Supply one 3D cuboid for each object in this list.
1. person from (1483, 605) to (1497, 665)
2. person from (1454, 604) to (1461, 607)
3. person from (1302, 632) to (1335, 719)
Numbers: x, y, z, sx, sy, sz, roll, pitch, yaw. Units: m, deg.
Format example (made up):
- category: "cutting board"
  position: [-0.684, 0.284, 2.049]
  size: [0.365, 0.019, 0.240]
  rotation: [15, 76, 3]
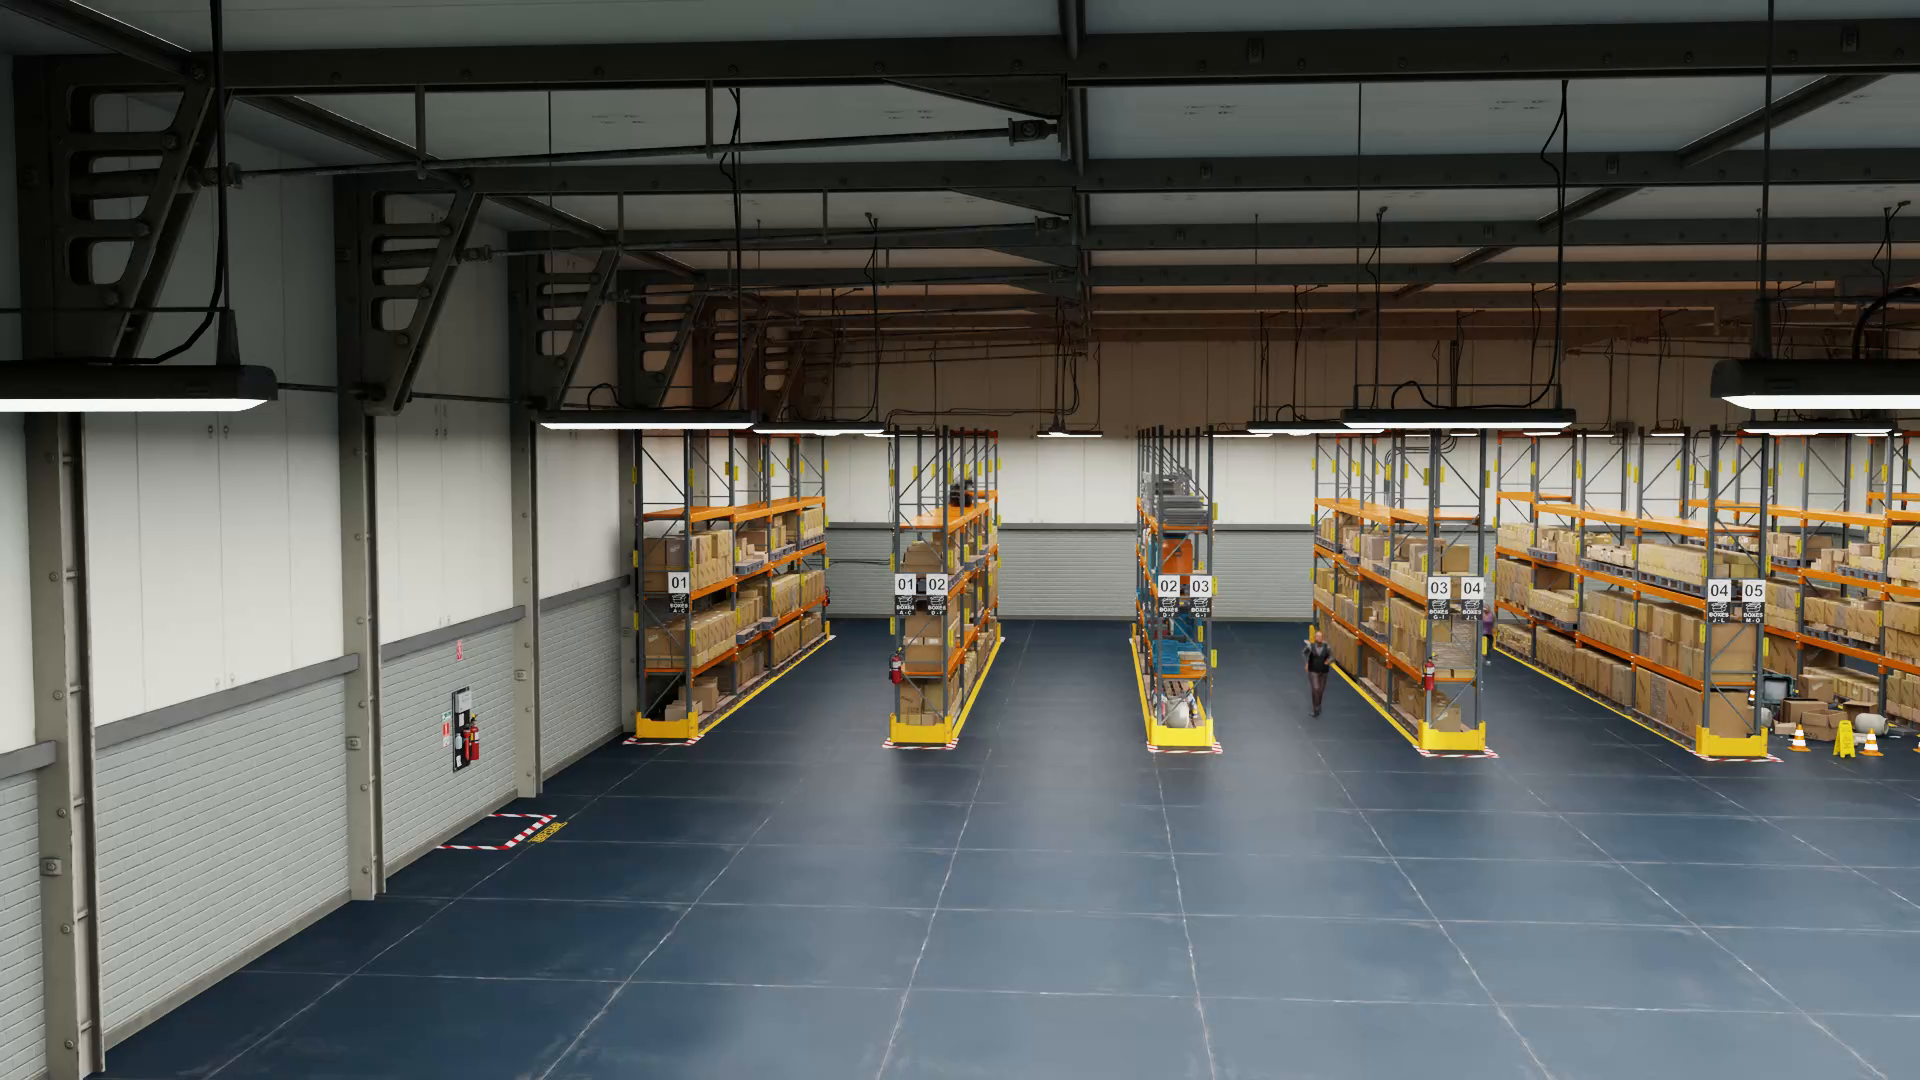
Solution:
- category: "person"
  position: [13.455, 2.412, 42.575]
  size: [0.569, 1.562, 0.663]
  rotation: [0, 3, -1]
- category: "person"
  position: [13.520, 2.111, 45.663]
  size: [0.685, 1.735, 0.623]
  rotation: [1, 4, 16]
- category: "person"
  position: [7.466, 2.782, 34.588]
  size: [0.649, 1.758, 0.834]
  rotation: [0, 3, -1]
